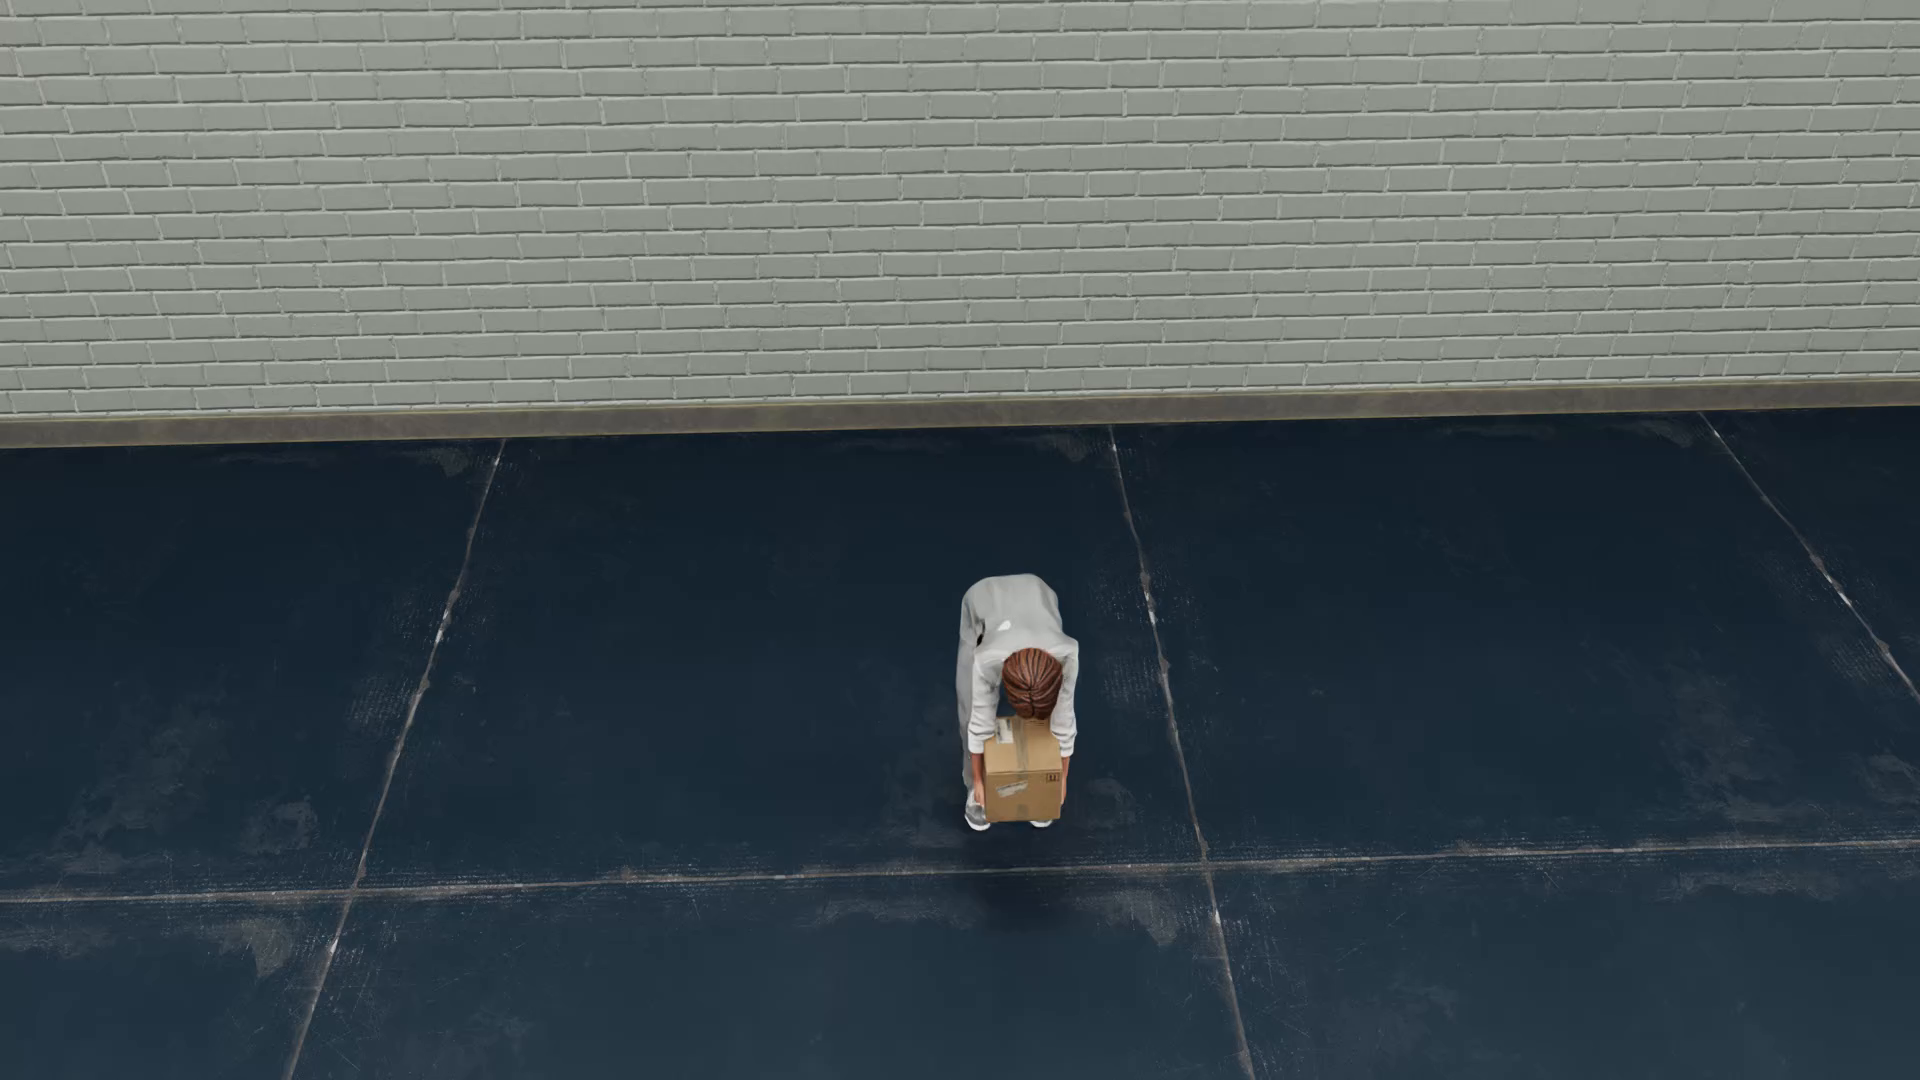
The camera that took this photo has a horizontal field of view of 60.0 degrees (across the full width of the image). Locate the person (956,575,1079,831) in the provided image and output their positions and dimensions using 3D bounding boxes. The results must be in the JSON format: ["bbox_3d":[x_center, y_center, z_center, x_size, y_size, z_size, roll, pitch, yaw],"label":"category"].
[{"bbox_3d":[0.191,0.642,5.659,0.382,1.138,0.848,-2,36,-3],"label":"person"}]
